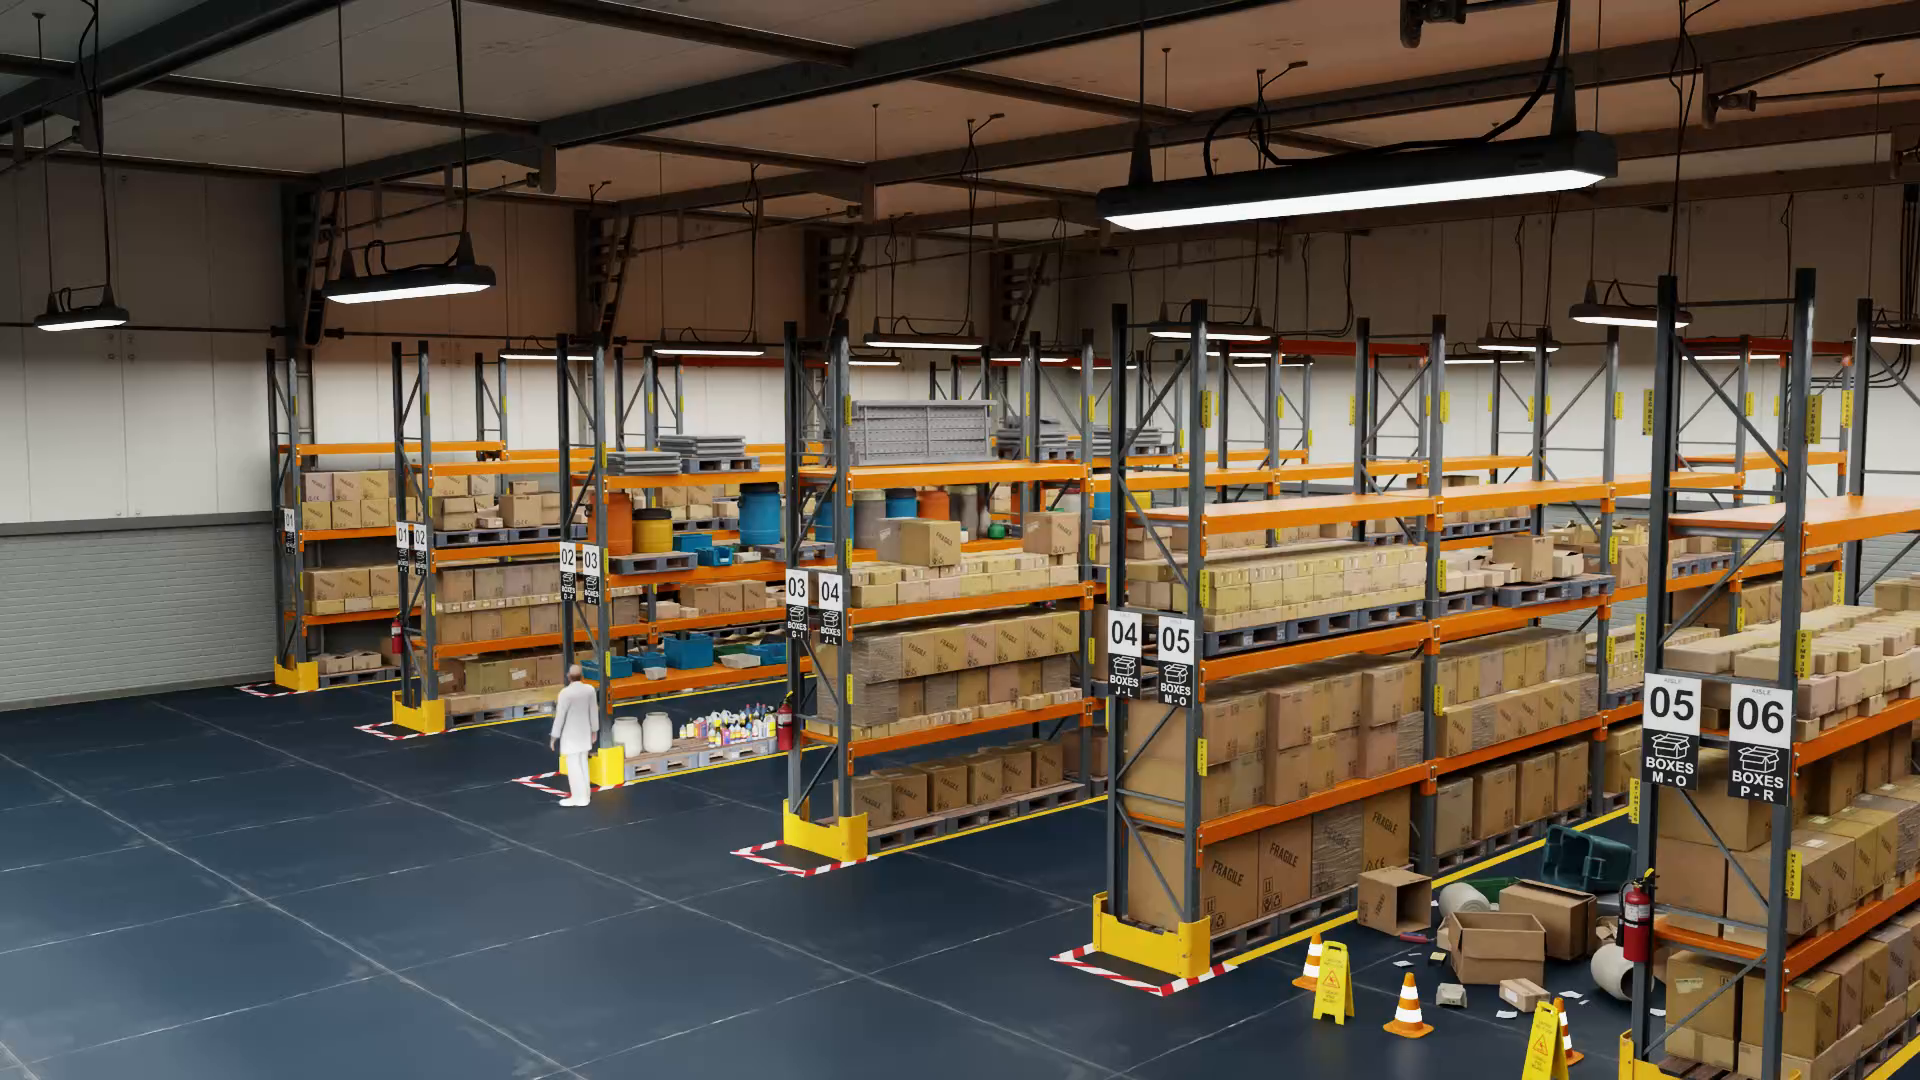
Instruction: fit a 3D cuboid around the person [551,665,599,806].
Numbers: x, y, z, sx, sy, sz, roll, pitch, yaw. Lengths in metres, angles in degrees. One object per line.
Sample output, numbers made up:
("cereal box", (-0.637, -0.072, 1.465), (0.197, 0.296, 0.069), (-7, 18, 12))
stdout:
("person", (-4.845, 2.468, 20.992), (0.434, 1.807, 0.675), (3, 6, 32))
